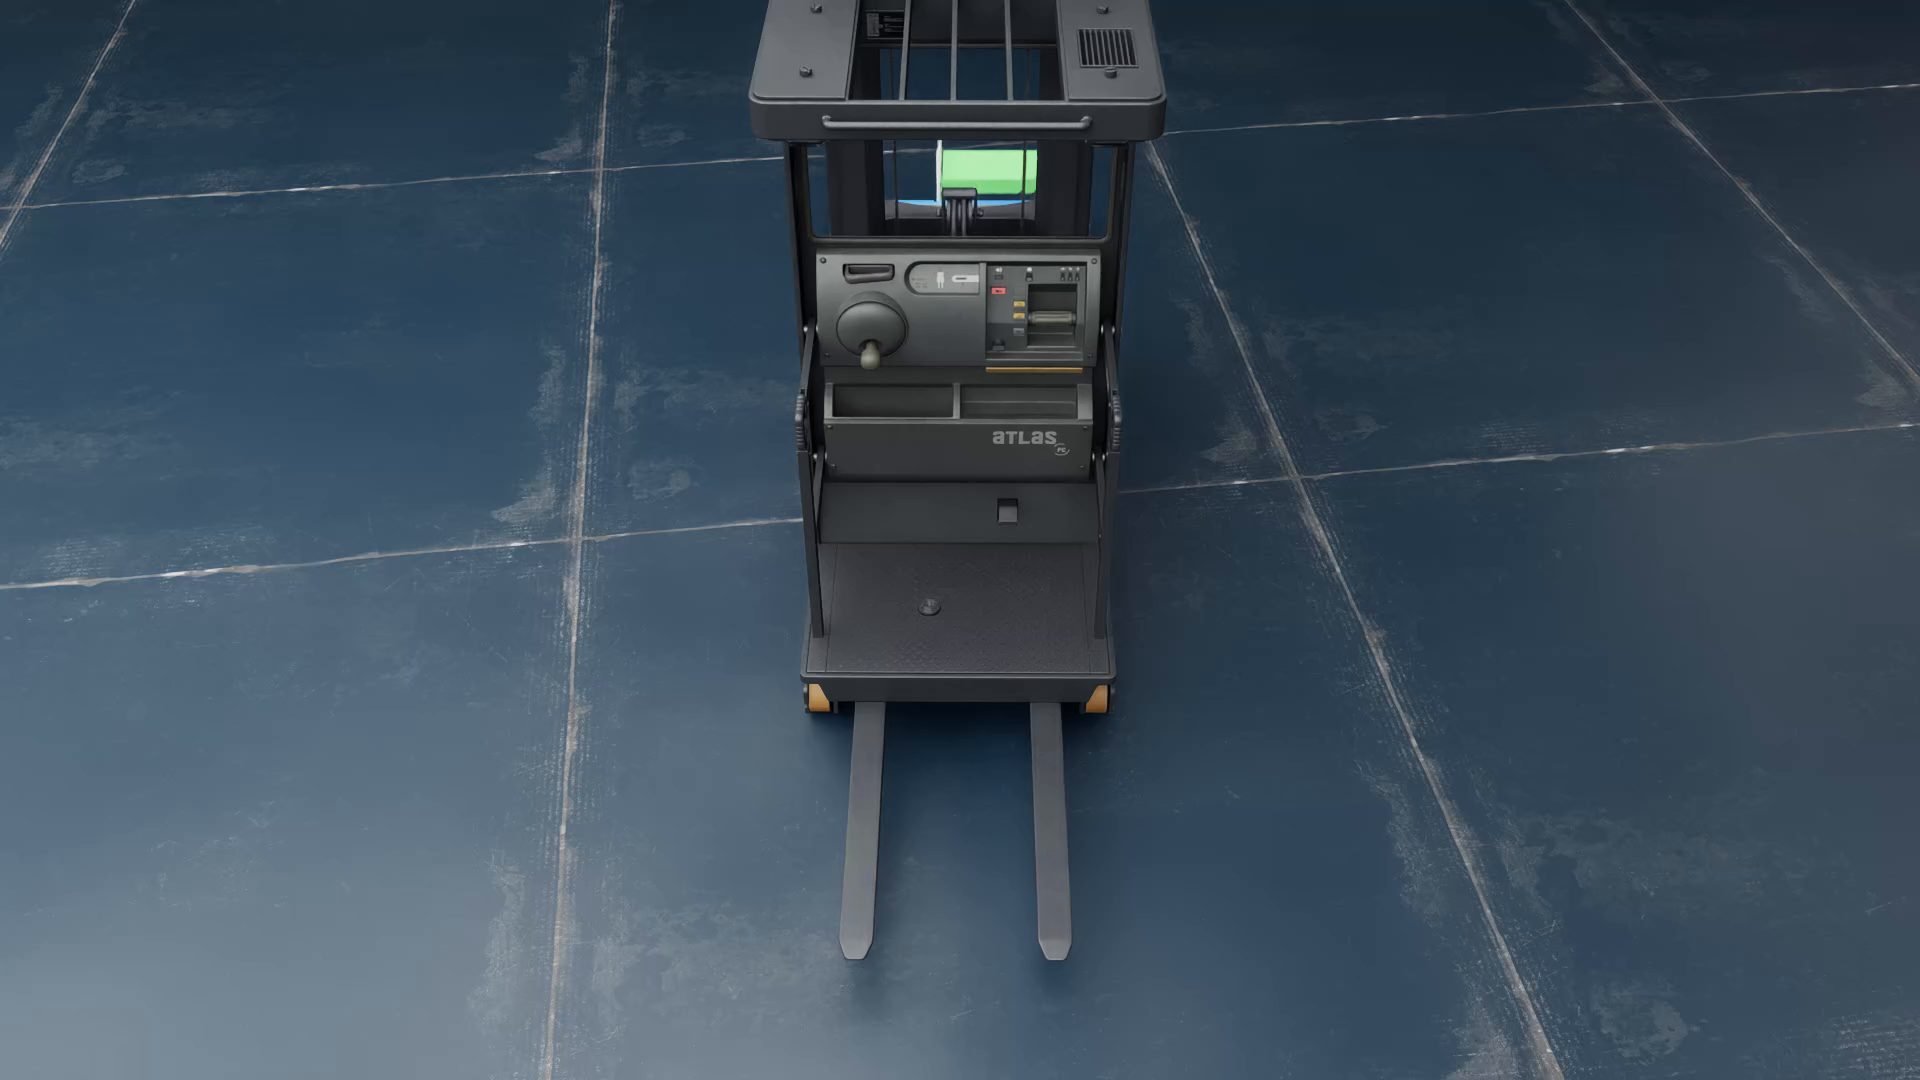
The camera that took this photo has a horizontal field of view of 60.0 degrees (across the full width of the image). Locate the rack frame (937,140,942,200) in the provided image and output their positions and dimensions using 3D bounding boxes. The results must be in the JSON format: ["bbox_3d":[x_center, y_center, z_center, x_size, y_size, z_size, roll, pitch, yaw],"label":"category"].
[{"bbox_3d":[-0.085,-1.169,7.140,0.015,1.200,0.240,0,39,0],"label":"rack frame"}]

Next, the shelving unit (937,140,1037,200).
[{"bbox_3d":[0.159,-1.168,7.139,0.503,1.200,0.258,0,39,0],"label":"shelving unit"}]

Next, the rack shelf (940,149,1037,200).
[{"bbox_3d":[0.159,-1.491,6.877,0.480,0.148,0.258,0,39,0],"label":"rack shelf"}]

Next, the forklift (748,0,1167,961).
[{"bbox_3d":[-0.004,-0.672,5.306,1.130,2.935,3.031,0,42,0],"label":"forklift"}]
